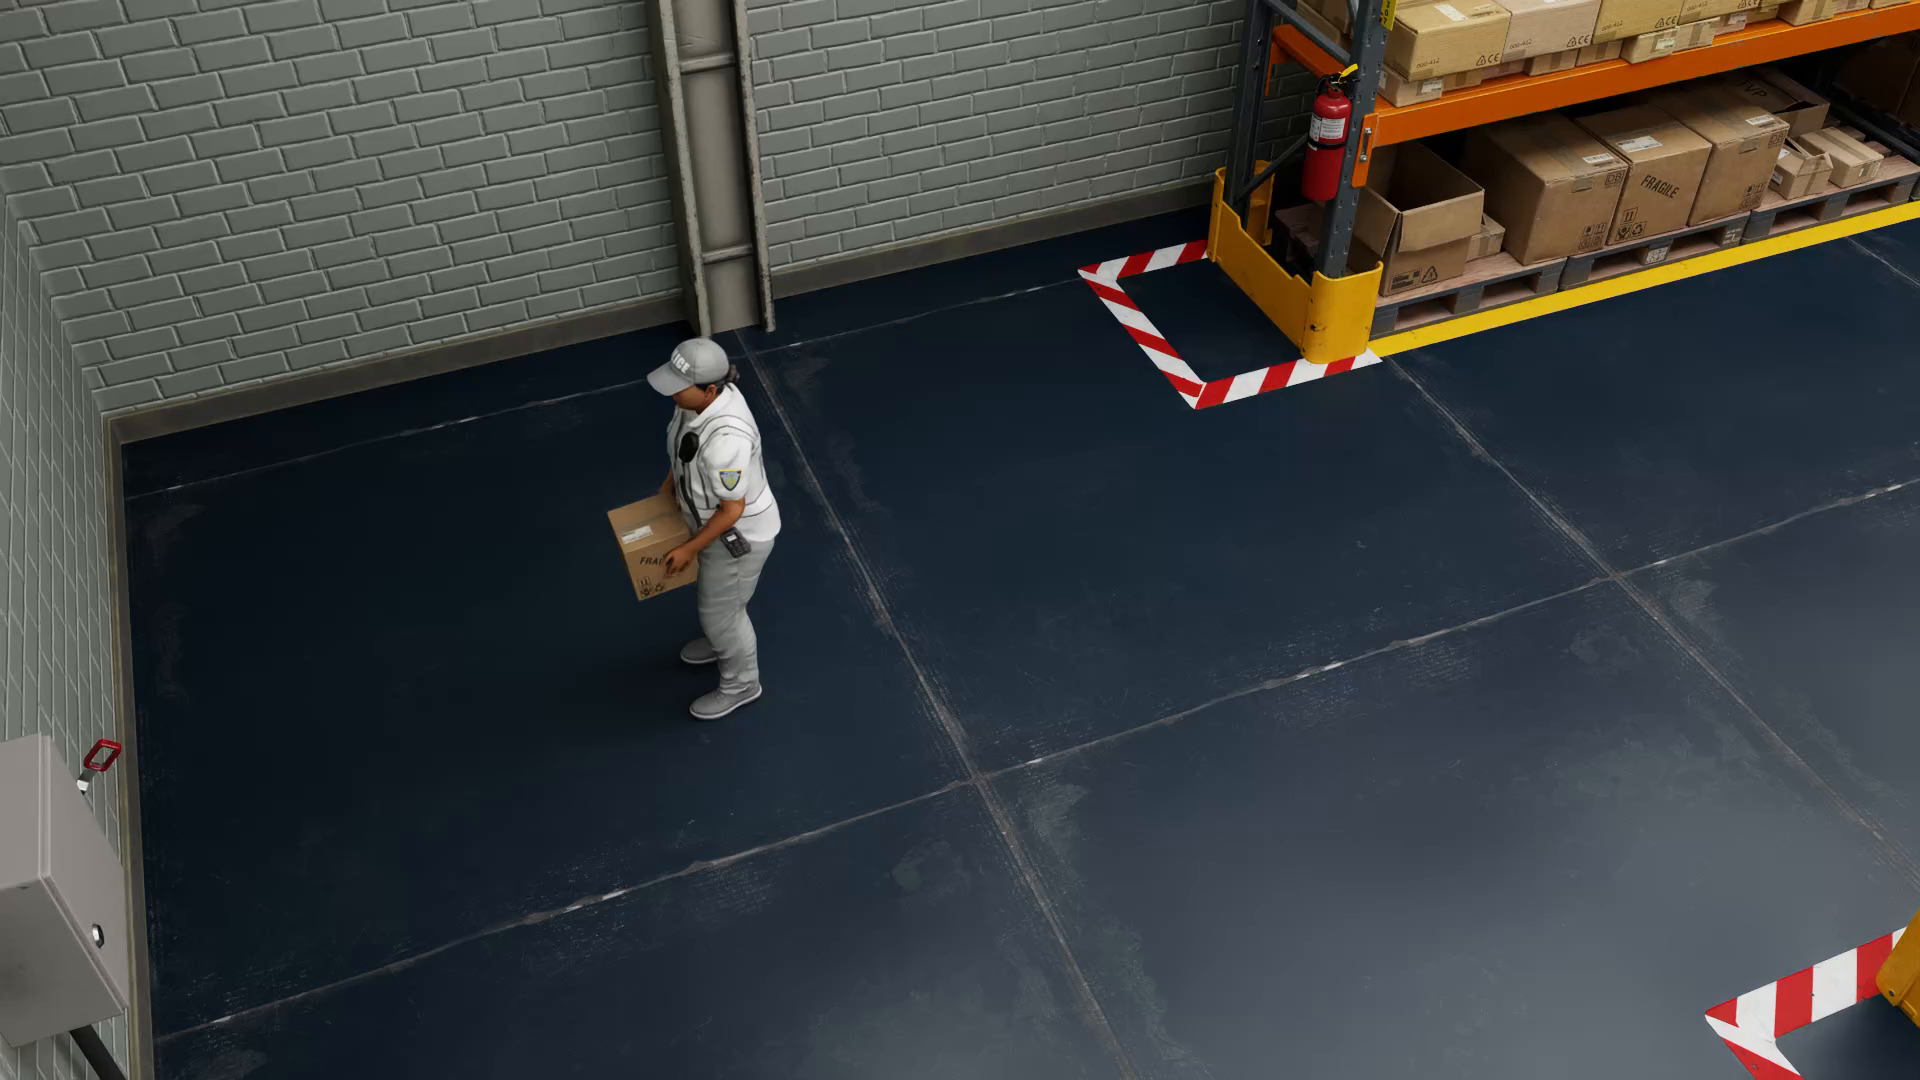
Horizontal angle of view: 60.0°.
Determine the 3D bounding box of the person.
[{"bbox_3d":[-0.920,-0.052,6.209,0.466,1.672,0.502,-16,44,-17],"label":"person"}]
